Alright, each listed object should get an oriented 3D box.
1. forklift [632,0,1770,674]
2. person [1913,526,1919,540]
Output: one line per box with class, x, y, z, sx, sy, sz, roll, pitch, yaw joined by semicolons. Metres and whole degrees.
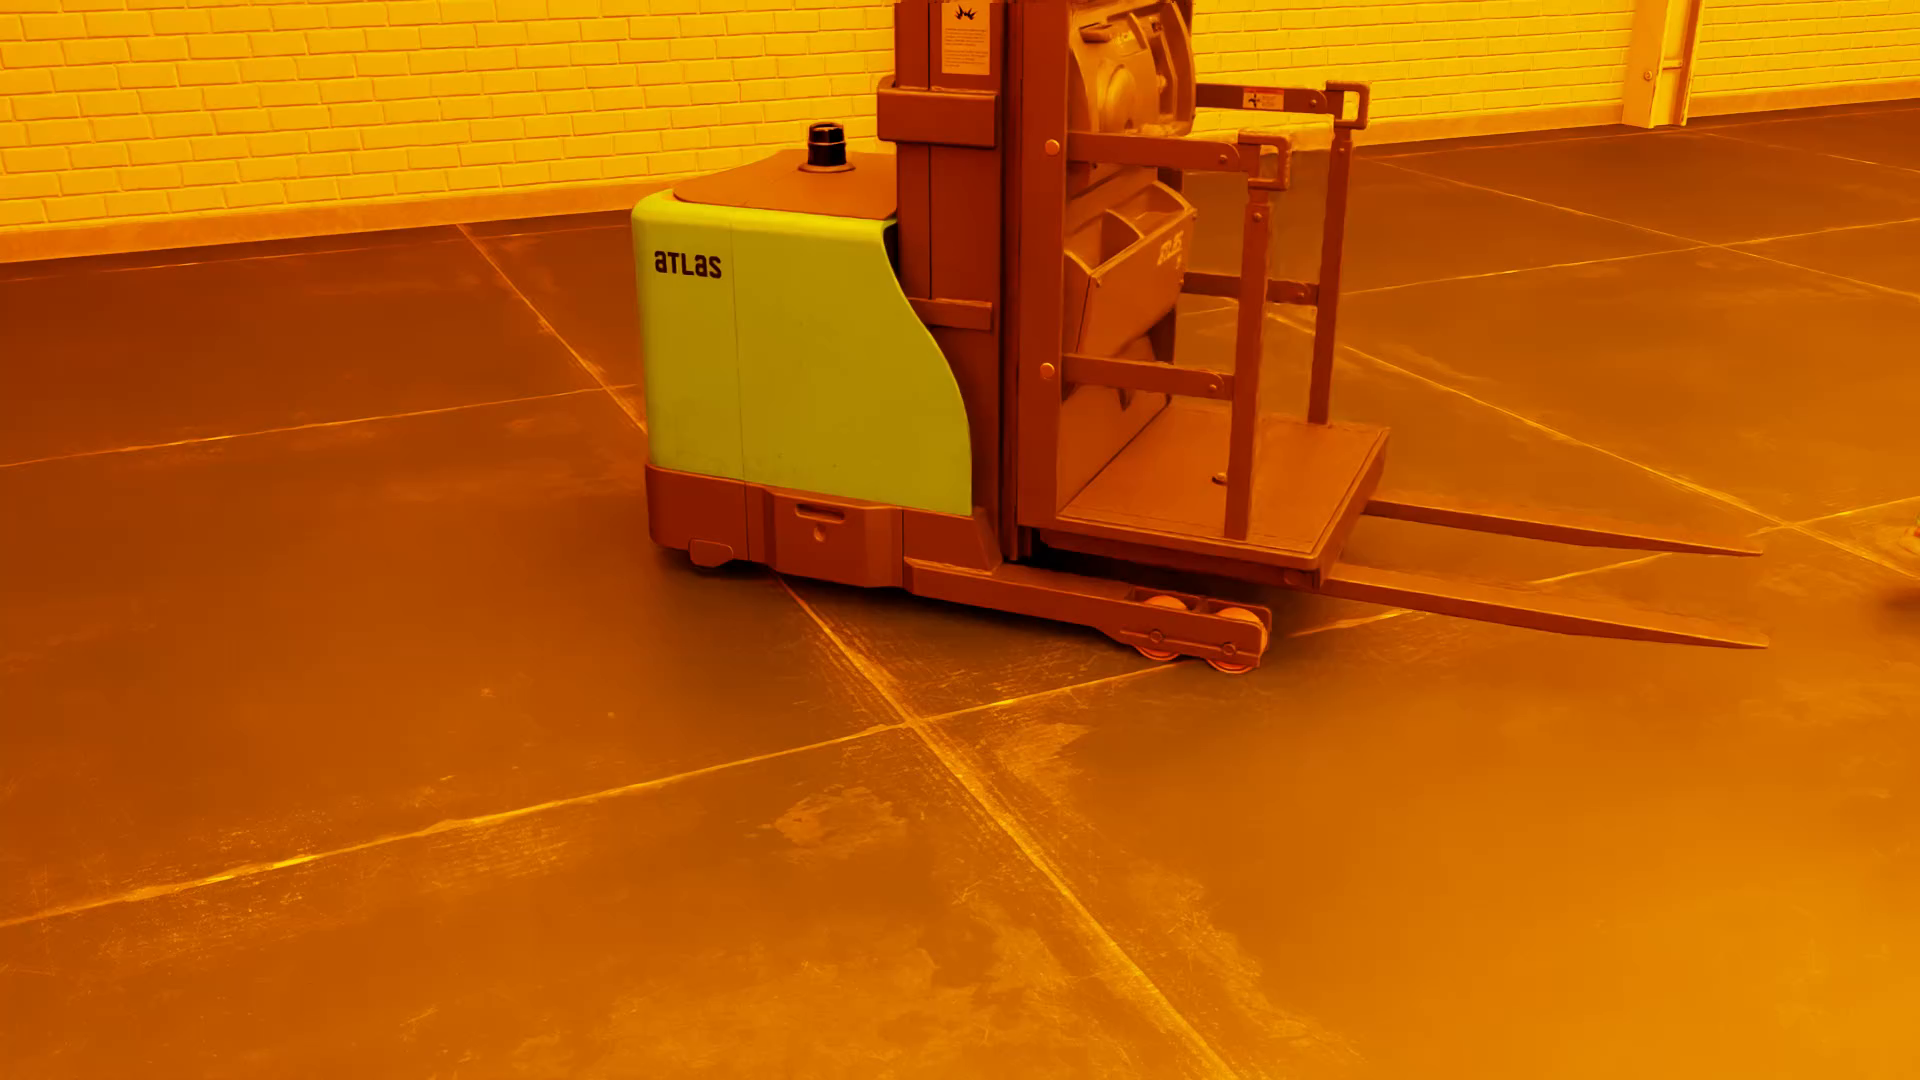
forklift;0.644;-1.241;4.272;3.031;2.935;1.130;9;24;21
person;3.052;-0.405;4.031;0.755;1.512;1.062;0;23;1
